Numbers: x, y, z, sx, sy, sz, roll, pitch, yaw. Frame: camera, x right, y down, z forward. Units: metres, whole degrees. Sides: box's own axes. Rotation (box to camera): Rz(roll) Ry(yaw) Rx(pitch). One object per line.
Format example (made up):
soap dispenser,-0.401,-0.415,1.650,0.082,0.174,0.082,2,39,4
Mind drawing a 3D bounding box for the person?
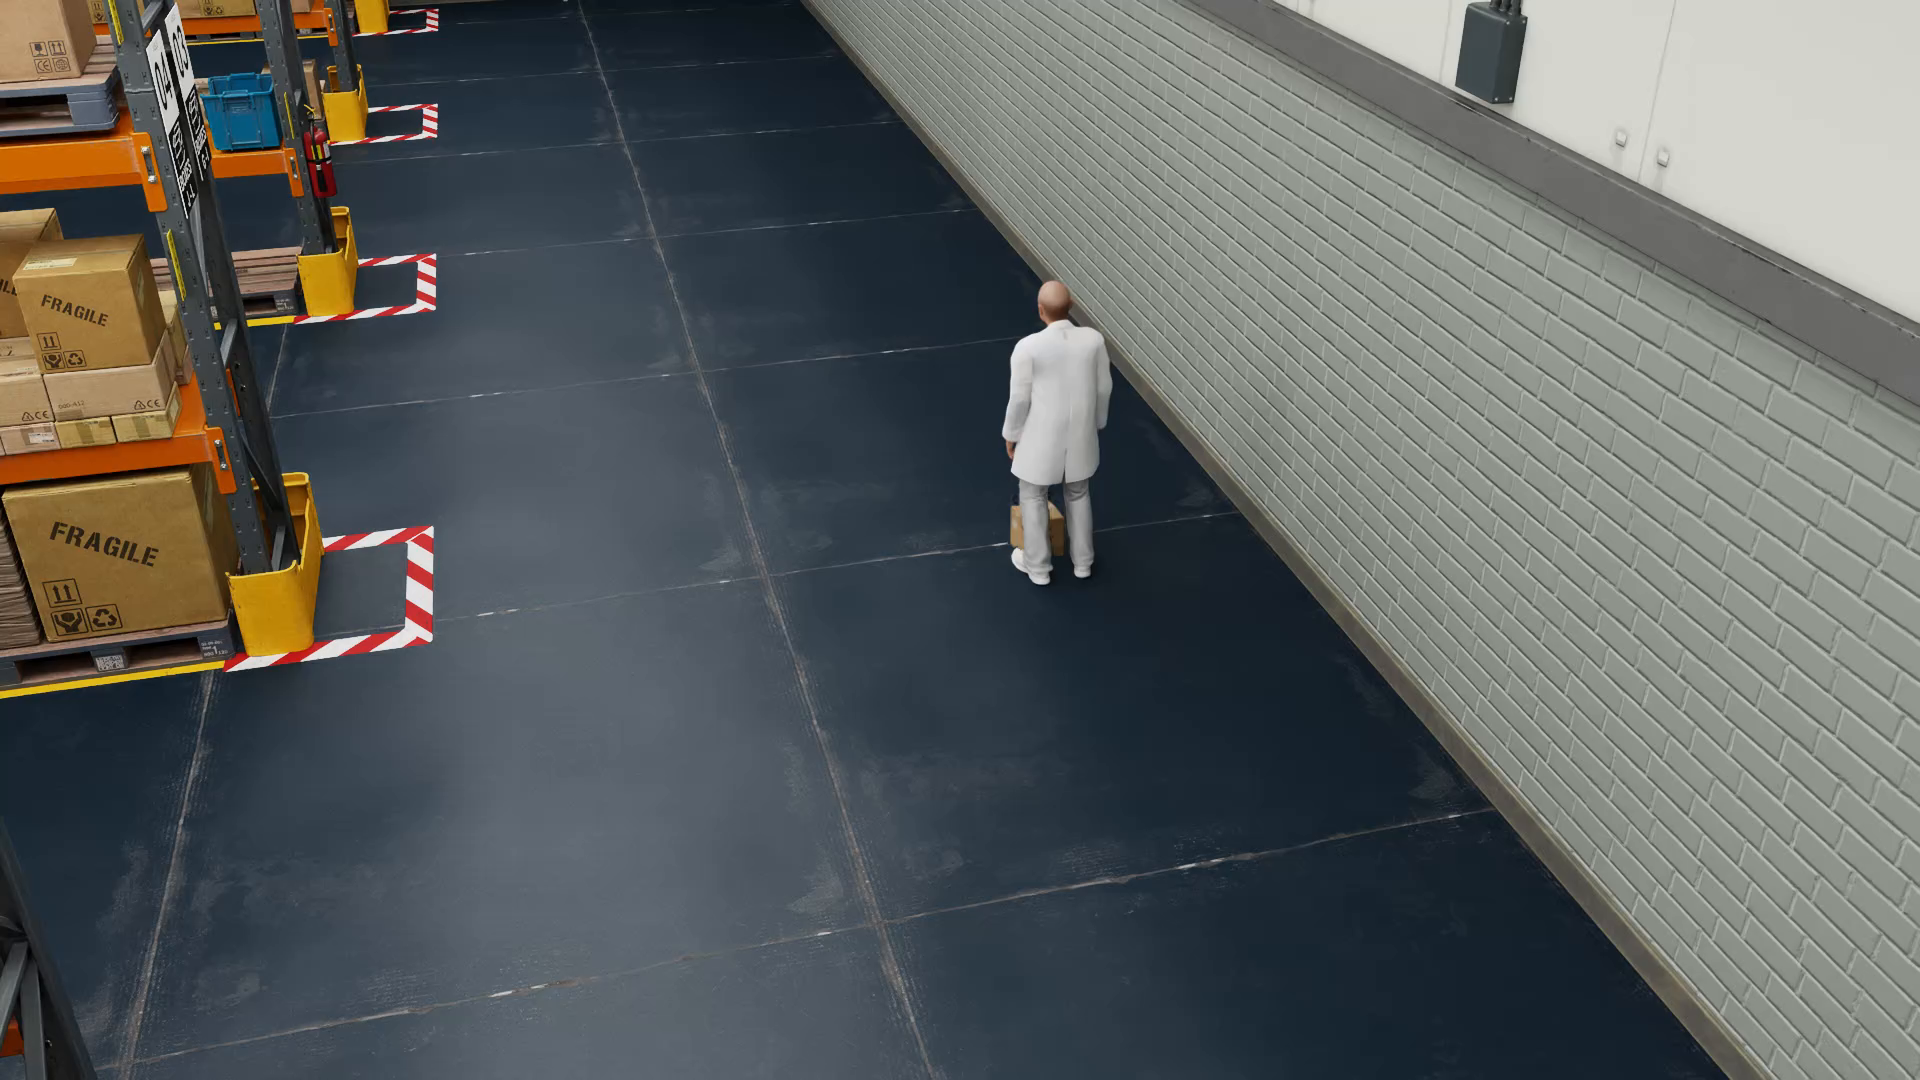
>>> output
person,0.535,-0.592,9.290,0.617,1.774,0.426,-9,31,-15
